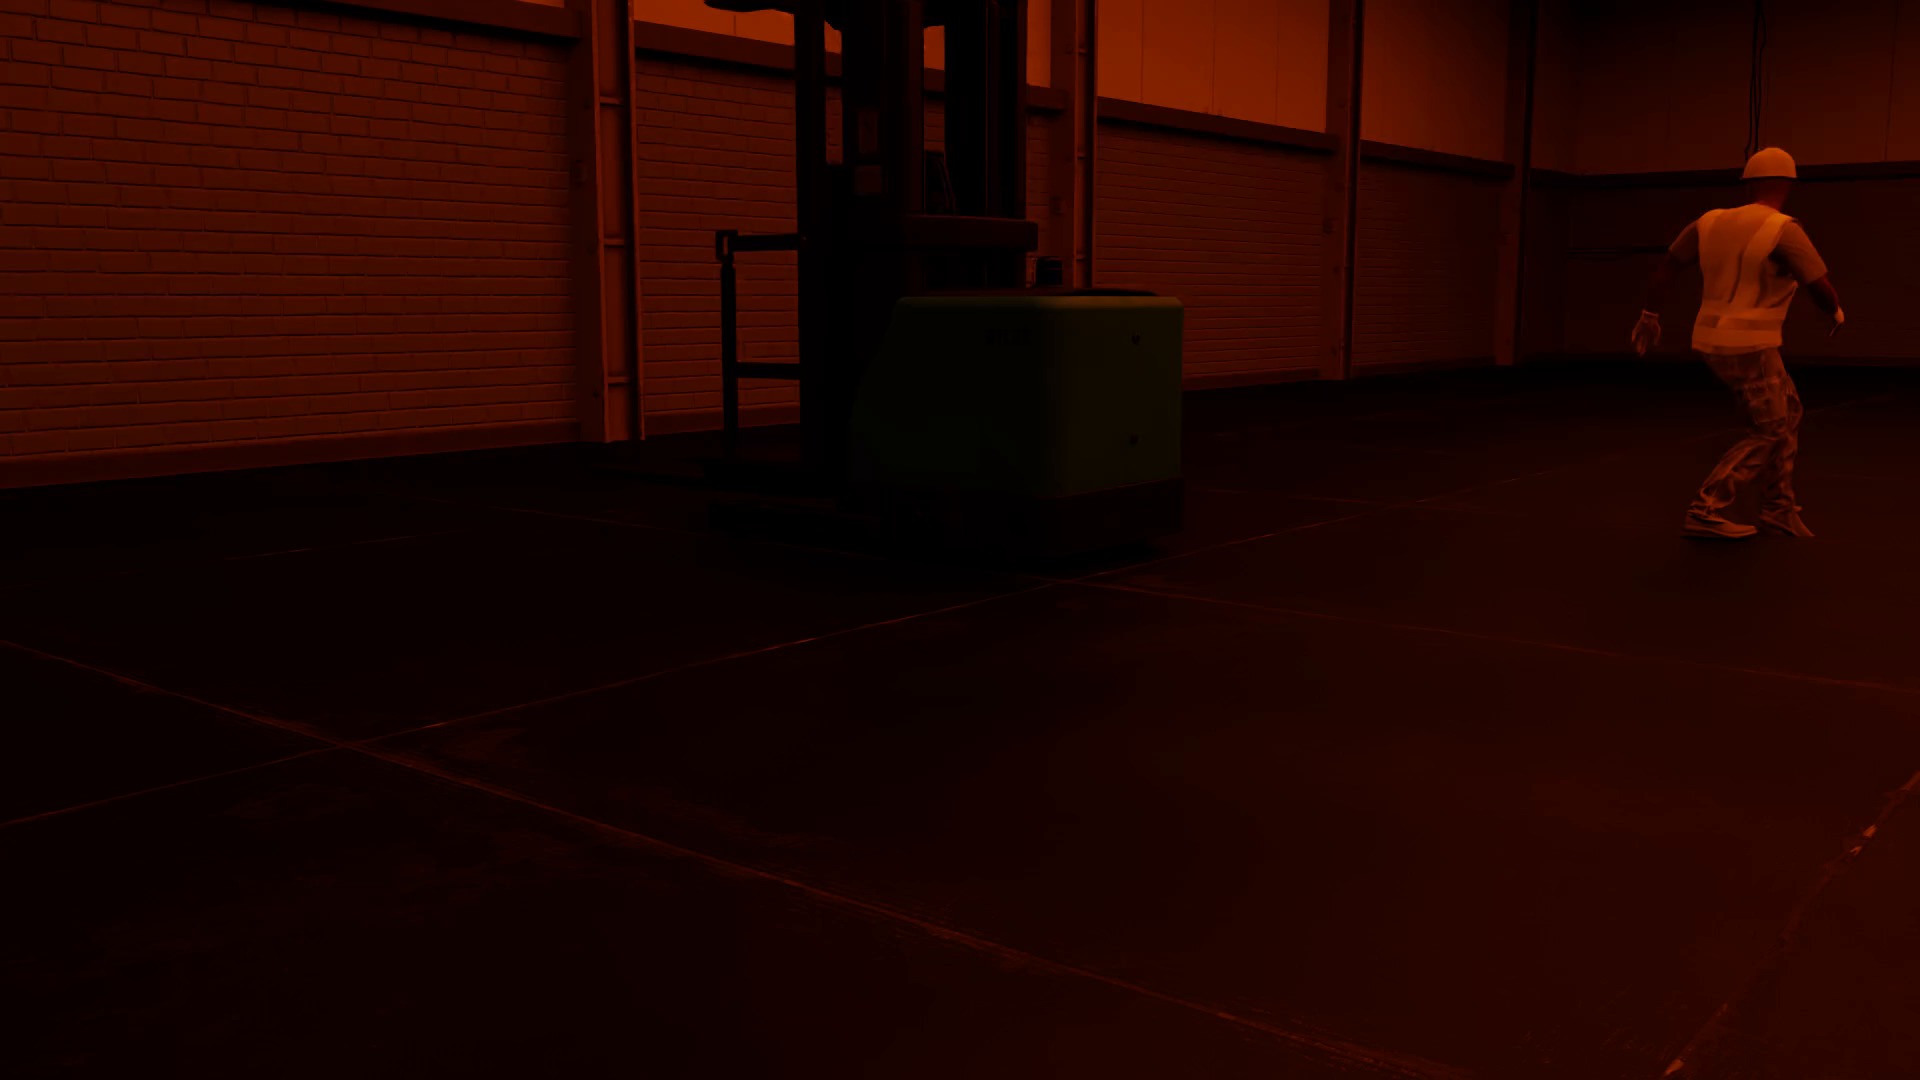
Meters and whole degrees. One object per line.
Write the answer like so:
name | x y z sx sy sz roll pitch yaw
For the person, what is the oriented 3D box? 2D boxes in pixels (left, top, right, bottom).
person | 3.488 -0.835 7.380 0.844 1.776 0.629 0 8 2

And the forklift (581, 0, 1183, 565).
forklift | -0.512 -1.499 7.526 3.031 2.935 1.130 6 11 37
